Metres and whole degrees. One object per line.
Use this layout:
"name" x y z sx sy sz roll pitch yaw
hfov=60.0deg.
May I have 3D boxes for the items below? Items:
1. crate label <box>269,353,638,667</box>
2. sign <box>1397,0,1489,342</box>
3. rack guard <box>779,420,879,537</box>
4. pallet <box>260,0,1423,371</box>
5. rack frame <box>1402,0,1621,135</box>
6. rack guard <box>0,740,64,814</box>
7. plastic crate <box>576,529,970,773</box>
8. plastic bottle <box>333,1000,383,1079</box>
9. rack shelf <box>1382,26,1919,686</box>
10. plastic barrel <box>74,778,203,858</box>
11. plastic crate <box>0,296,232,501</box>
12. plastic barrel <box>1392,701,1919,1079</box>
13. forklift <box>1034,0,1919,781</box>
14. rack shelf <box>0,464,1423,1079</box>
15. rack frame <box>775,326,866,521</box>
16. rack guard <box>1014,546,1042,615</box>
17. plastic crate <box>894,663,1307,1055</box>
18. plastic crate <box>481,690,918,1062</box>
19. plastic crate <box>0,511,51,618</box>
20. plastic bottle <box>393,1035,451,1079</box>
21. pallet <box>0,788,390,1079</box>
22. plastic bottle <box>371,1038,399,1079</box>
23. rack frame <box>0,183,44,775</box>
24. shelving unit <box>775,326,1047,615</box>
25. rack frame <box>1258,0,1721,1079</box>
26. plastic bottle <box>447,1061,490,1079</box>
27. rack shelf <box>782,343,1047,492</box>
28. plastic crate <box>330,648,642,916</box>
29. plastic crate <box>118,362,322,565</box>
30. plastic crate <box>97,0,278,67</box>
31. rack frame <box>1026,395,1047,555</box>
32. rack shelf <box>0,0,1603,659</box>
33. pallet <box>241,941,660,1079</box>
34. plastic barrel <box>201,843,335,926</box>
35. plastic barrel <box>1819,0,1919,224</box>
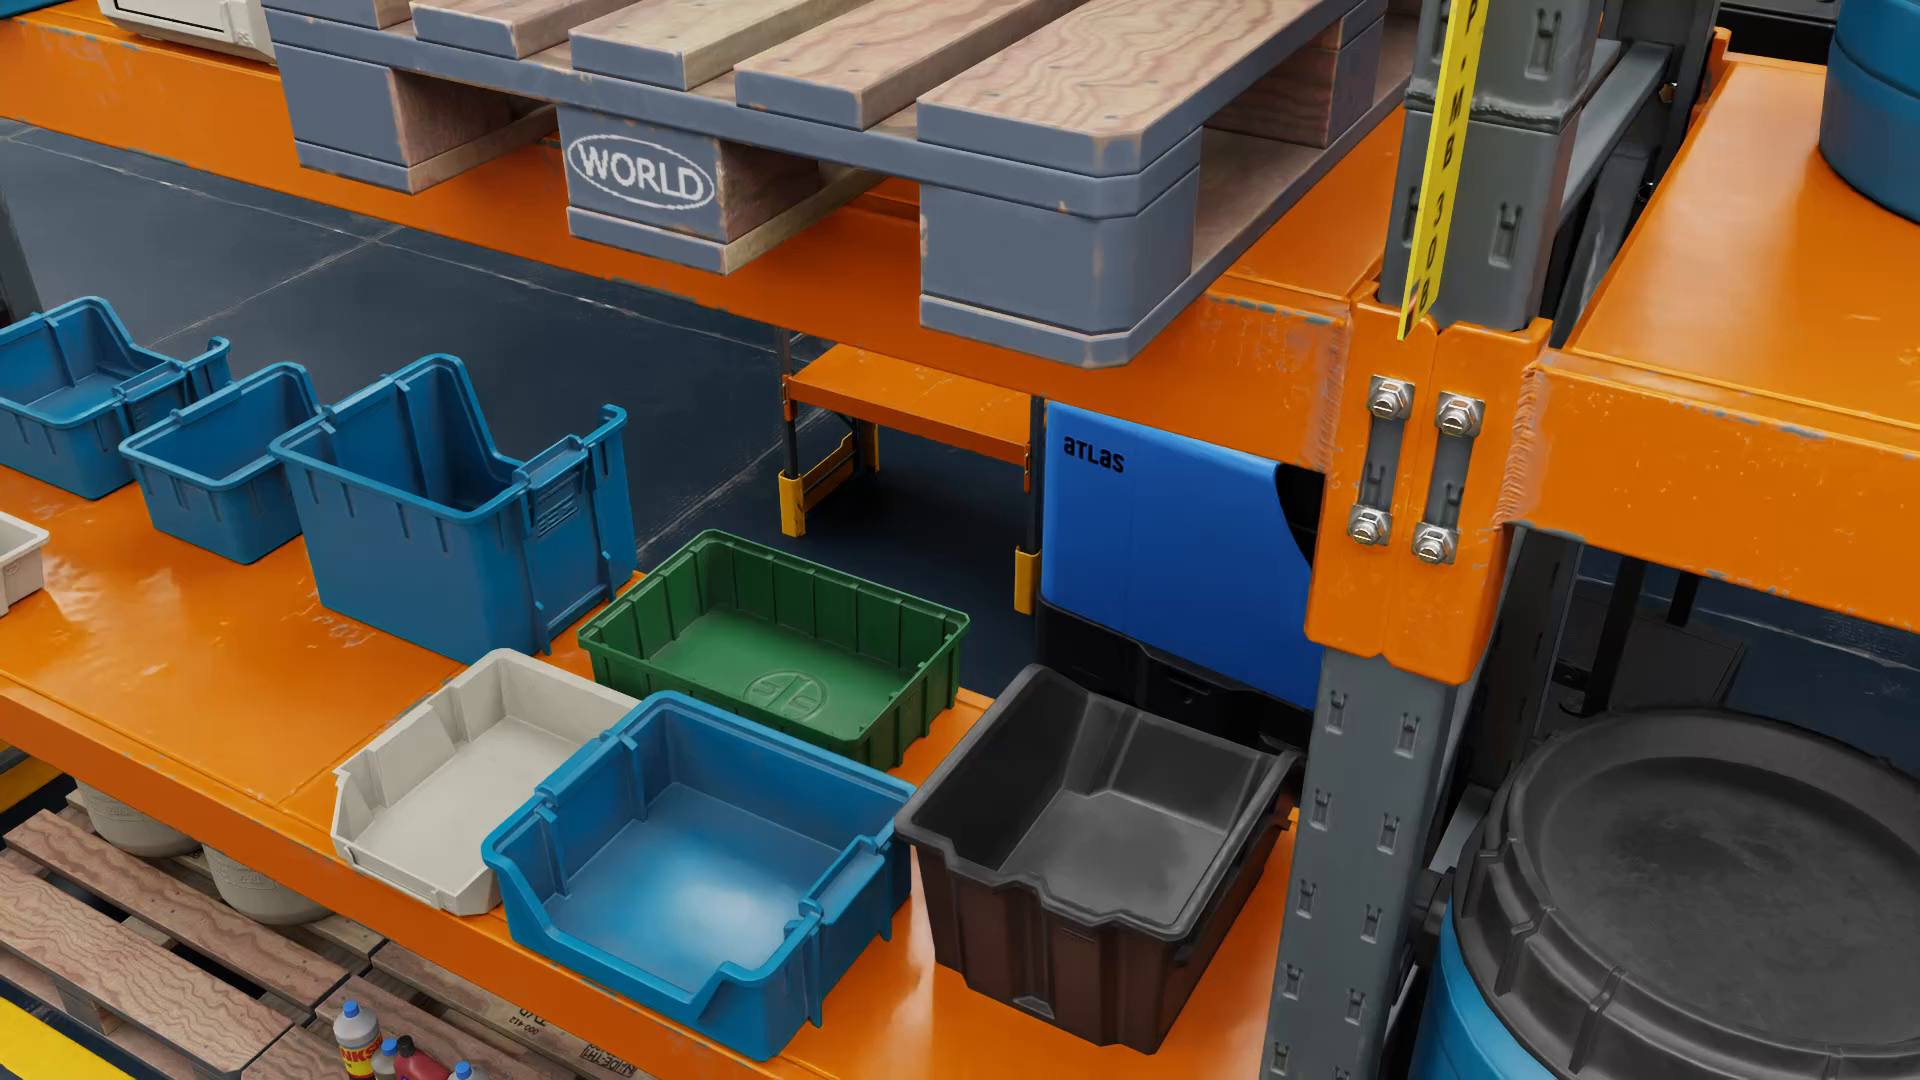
"crate label" -1.072 -0.070 3.616 0.616 0.435 0.502 18 37 24
"sign" 0.386 -0.321 1.312 0.005 0.325 0.100 18 37 24
"rack guard" -0.499 -0.262 6.418 0.087 0.250 0.587 18 37 24
"pallet" -0.007 -0.652 1.987 1.003 0.211 1.213 18 37 24
"rack frame" 0.668 -1.828 0.876 0.127 3.000 1.000 18 37 24
"rack guard" -2.715 0.608 4.886 0.348 0.500 1.175 18 37 24
"plastic crate" -0.370 0.248 3.362 0.662 0.188 0.450 18 37 24
"plastic bottle" -1.385 1.170 3.851 0.097 0.271 0.097 0 34 0
"rack shelf" 2.405 0.270 1.081 4.000 0.370 1.077 18 37 24
"plastic barrel" -2.195 0.574 4.547 0.421 0.512 0.421 0 34 0
"plastic crate" -2.222 -0.375 4.242 0.616 0.251 0.499 18 37 24
"plastic barrel" 0.853 0.713 2.021 0.708 0.901 0.600 18 37 24
"forklift" 1.741 -0.524 4.392 3.031 2.935 1.130 22 39 29
"rack shelf" -1.068 0.419 3.564 4.000 0.370 1.077 18 37 24
"rack frame" -0.515 -0.788 6.079 0.032 1.500 0.500 18 37 24
"rack guard" 0.366 0.012 6.007 0.087 0.250 0.587 18 37 24
"plastic crate" 0.277 0.490 2.864 0.504 0.338 0.767 18 37 24
"plastic crate" -0.427 0.557 2.841 0.616 0.251 0.499 18 37 24
"plastic crate" -2.187 0.080 3.662 0.250 0.136 0.298 18 37 24
"plastic bottle" -1.198 1.236 3.741 0.133 0.283 0.061 18 38 25
"pallet" -2.013 0.954 4.627 1.213 0.211 1.003 18 37 24
"plastic bottle" -1.295 1.228 3.828 0.097 0.201 0.097 0 34 0
"rack frame" -2.805 -0.431 4.191 0.127 3.000 1.000 18 37 24
"shelving unit" -0.066 -0.645 5.866 1.083 1.500 0.587 18 37 24
"rack frame" 0.668 0.669 2.539 0.127 3.000 1.000 18 37 24
"plastic bottle" -1.088 1.264 3.709 0.097 0.271 0.097 0 34 0
"rack shelf" -0.074 -0.498 5.969 1.000 0.185 0.538 18 37 24
"plastic crate" -0.867 0.454 3.099 0.437 0.136 0.530 18 37 24
"plastic crate" -1.661 -0.194 3.969 0.408 0.251 0.499 18 37 24
"plastic crate" -0.926 -0.716 2.151 0.396 0.136 0.243 18 37 24
"rack frame" 0.367 -0.508 5.660 0.032 1.500 0.500 18 37 24
"rack shelf" -1.068 -0.830 2.733 4.000 0.370 1.077 18 37 24
"pallet" -0.958 1.290 4.122 1.213 0.211 1.003 18 37 24
"plastic barrel" -1.760 0.712 4.340 0.421 0.512 0.421 0 34 0
"plastic barrel" 1.217 -0.753 1.515 0.708 0.901 0.600 18 37 24
